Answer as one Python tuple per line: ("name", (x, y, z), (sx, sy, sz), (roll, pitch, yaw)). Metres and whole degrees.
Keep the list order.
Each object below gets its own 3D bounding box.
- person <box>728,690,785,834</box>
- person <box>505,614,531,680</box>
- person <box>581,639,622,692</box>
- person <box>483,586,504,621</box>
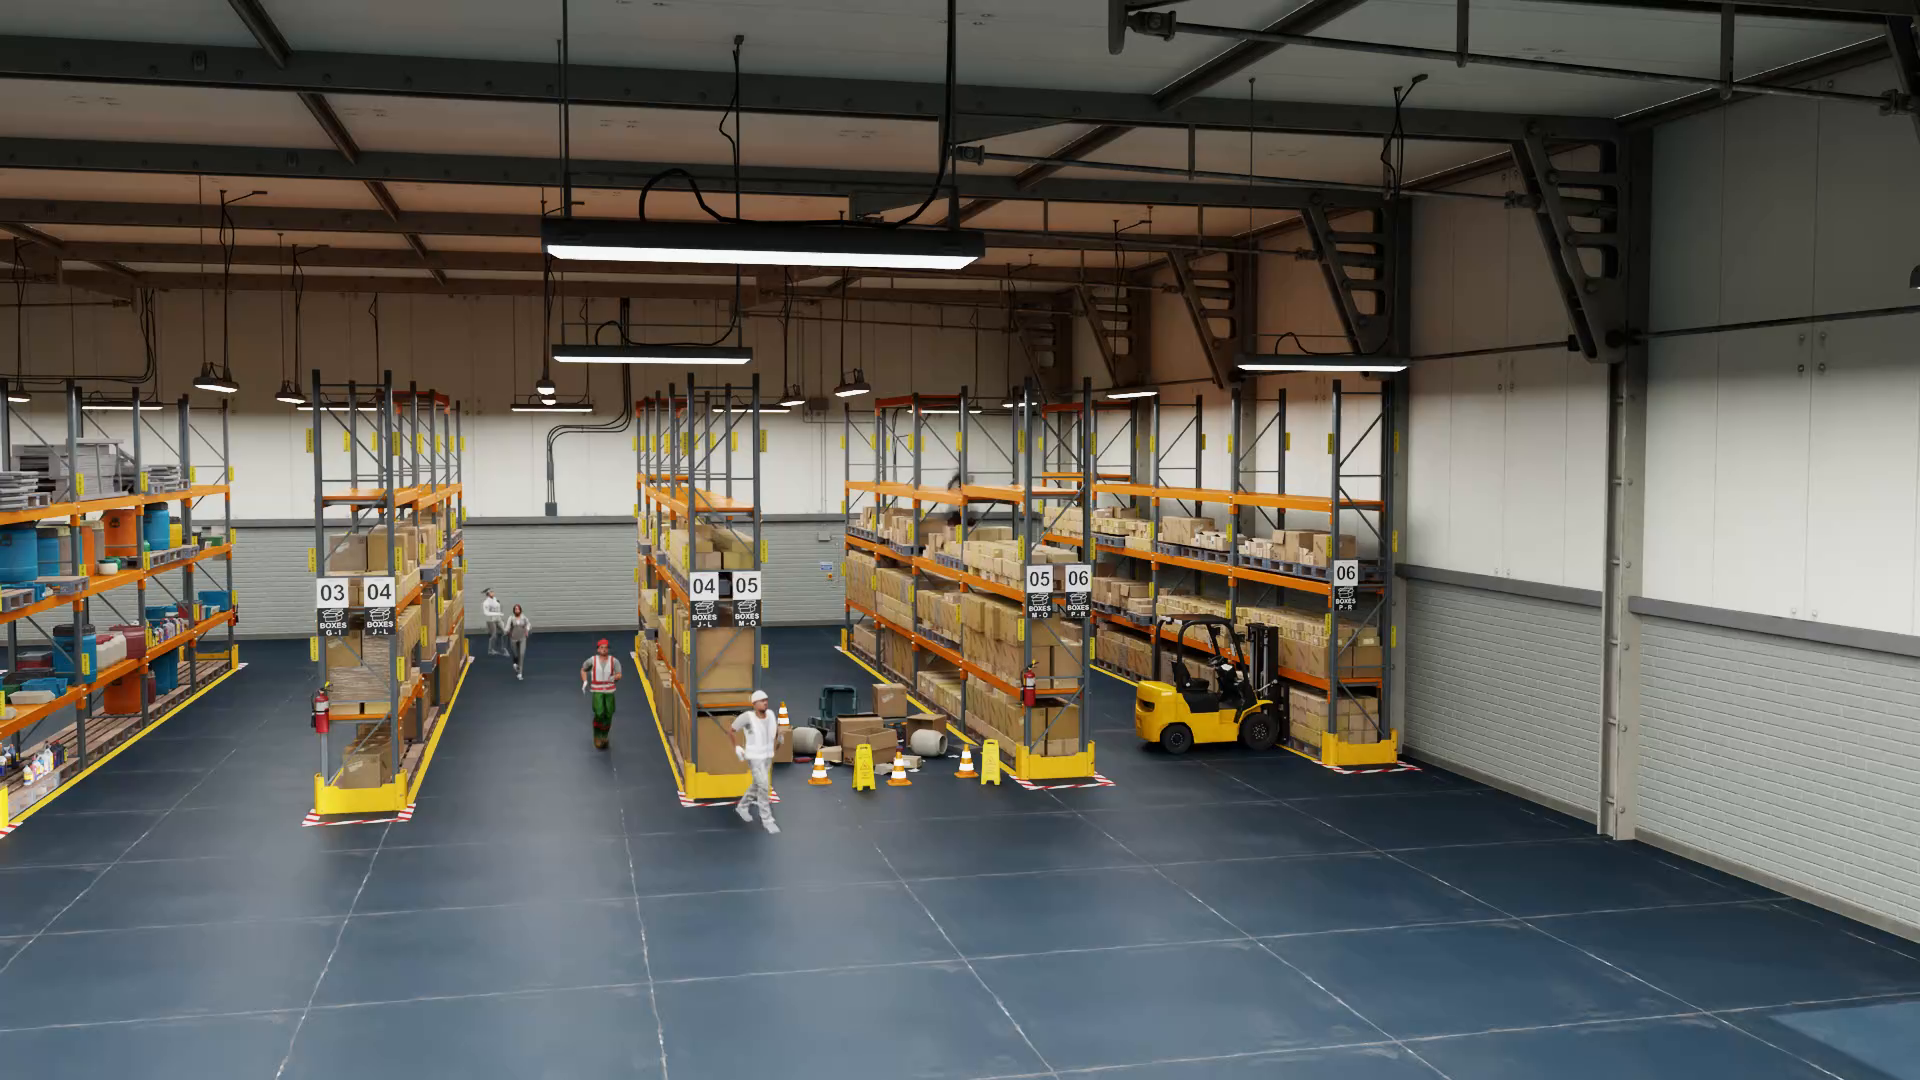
("person", (-2.615, 2.853, 21.656), (0.895, 1.811, 0.667), (2, 4, 36))
("person", (-9.453, 2.279, 35.577), (0.538, 1.371, 0.812), (-1, 3, -18))
("person", (-5.895, 2.068, 27.397), (0.630, 0.872, 0.506), (-1, 4, -23))
("person", (-10.877, 1.504, 38.953), (0.492, 0.862, 0.504), (2, 4, 32))
